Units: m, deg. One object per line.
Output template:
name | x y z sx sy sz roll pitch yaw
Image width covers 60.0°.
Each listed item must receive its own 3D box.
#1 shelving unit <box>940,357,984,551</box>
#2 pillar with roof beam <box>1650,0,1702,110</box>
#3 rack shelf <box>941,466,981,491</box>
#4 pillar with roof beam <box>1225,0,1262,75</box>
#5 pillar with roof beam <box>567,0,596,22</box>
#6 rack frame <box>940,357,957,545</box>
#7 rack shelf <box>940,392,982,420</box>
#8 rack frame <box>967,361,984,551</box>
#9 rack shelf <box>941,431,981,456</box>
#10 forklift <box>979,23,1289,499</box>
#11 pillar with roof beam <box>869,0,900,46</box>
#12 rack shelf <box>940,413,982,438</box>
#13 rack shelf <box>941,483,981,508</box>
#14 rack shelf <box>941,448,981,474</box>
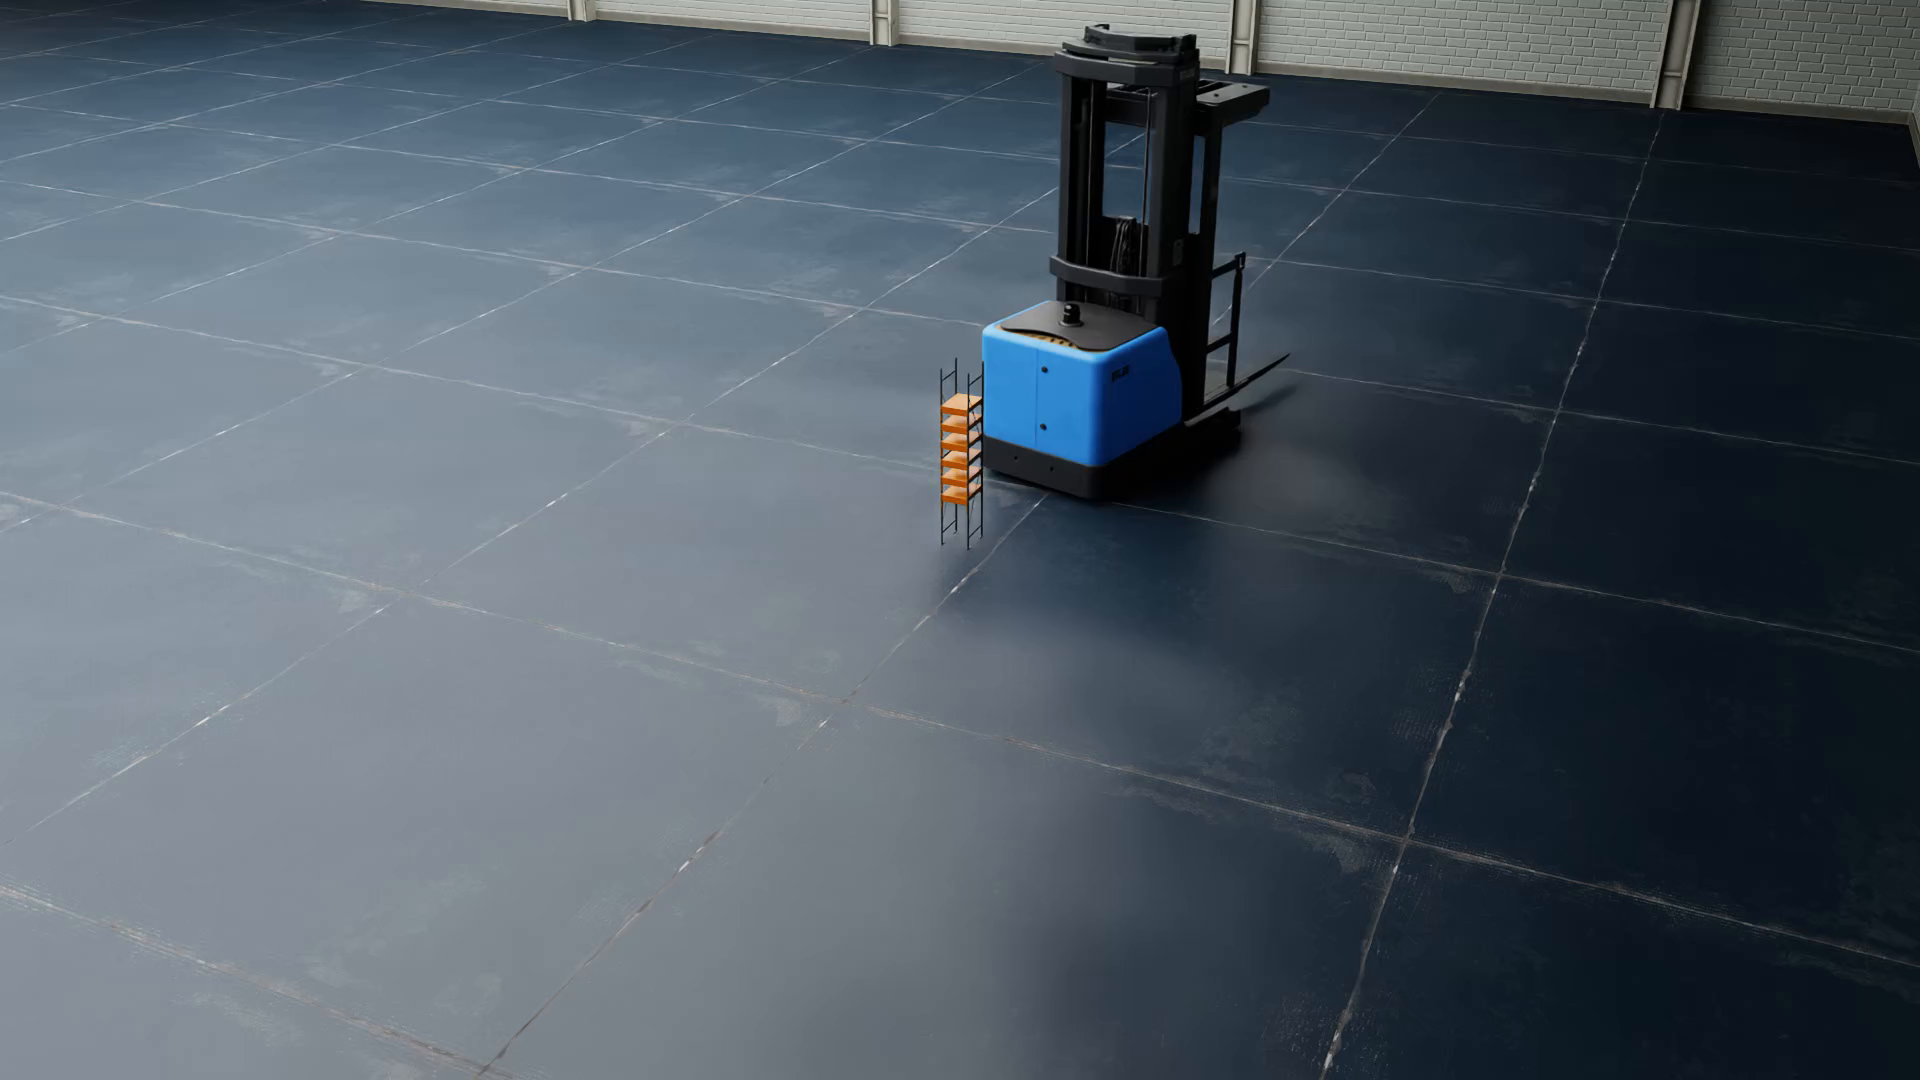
shelving unit | 0.013 -0.536 10.480 0.189 1.200 0.258 11 28 22
pillar with roof beam | 7.909 -8.253 17.325 0.400 9.000 9.100 11 28 22
rack shelf | 0.013 -0.388 10.552 0.180 0.103 0.258 11 28 22
pillar with roof beam | 2.447 -9.350 19.553 0.400 9.000 9.100 11 28 22
pillar with roof beam | -8.476 -11.544 24.010 0.400 9.000 9.100 11 28 22
rack frame | -0.070 -0.552 10.514 0.006 1.200 0.240 11 28 22
rack shelf | 0.013 -0.819 10.340 0.180 0.103 0.258 11 28 22
rack frame | 0.096 -0.519 10.446 0.006 1.200 0.240 11 28 22
rack shelf | 0.013 -0.603 10.446 0.180 0.103 0.258 11 28 22
forklift | 1.438 -2.172 11.842 1.130 2.935 3.031 19 32 33
pillar with roof beam | -3.015 -10.447 21.781 0.400 9.000 9.100 11 28 22
rack shelf | 0.013 -0.711 10.393 0.180 0.103 0.258 11 28 22
rack shelf | 0.013 -0.280 10.605 0.180 0.103 0.258 11 28 22
rack shelf | 0.013 -0.496 10.499 0.180 0.103 0.258 11 28 22
